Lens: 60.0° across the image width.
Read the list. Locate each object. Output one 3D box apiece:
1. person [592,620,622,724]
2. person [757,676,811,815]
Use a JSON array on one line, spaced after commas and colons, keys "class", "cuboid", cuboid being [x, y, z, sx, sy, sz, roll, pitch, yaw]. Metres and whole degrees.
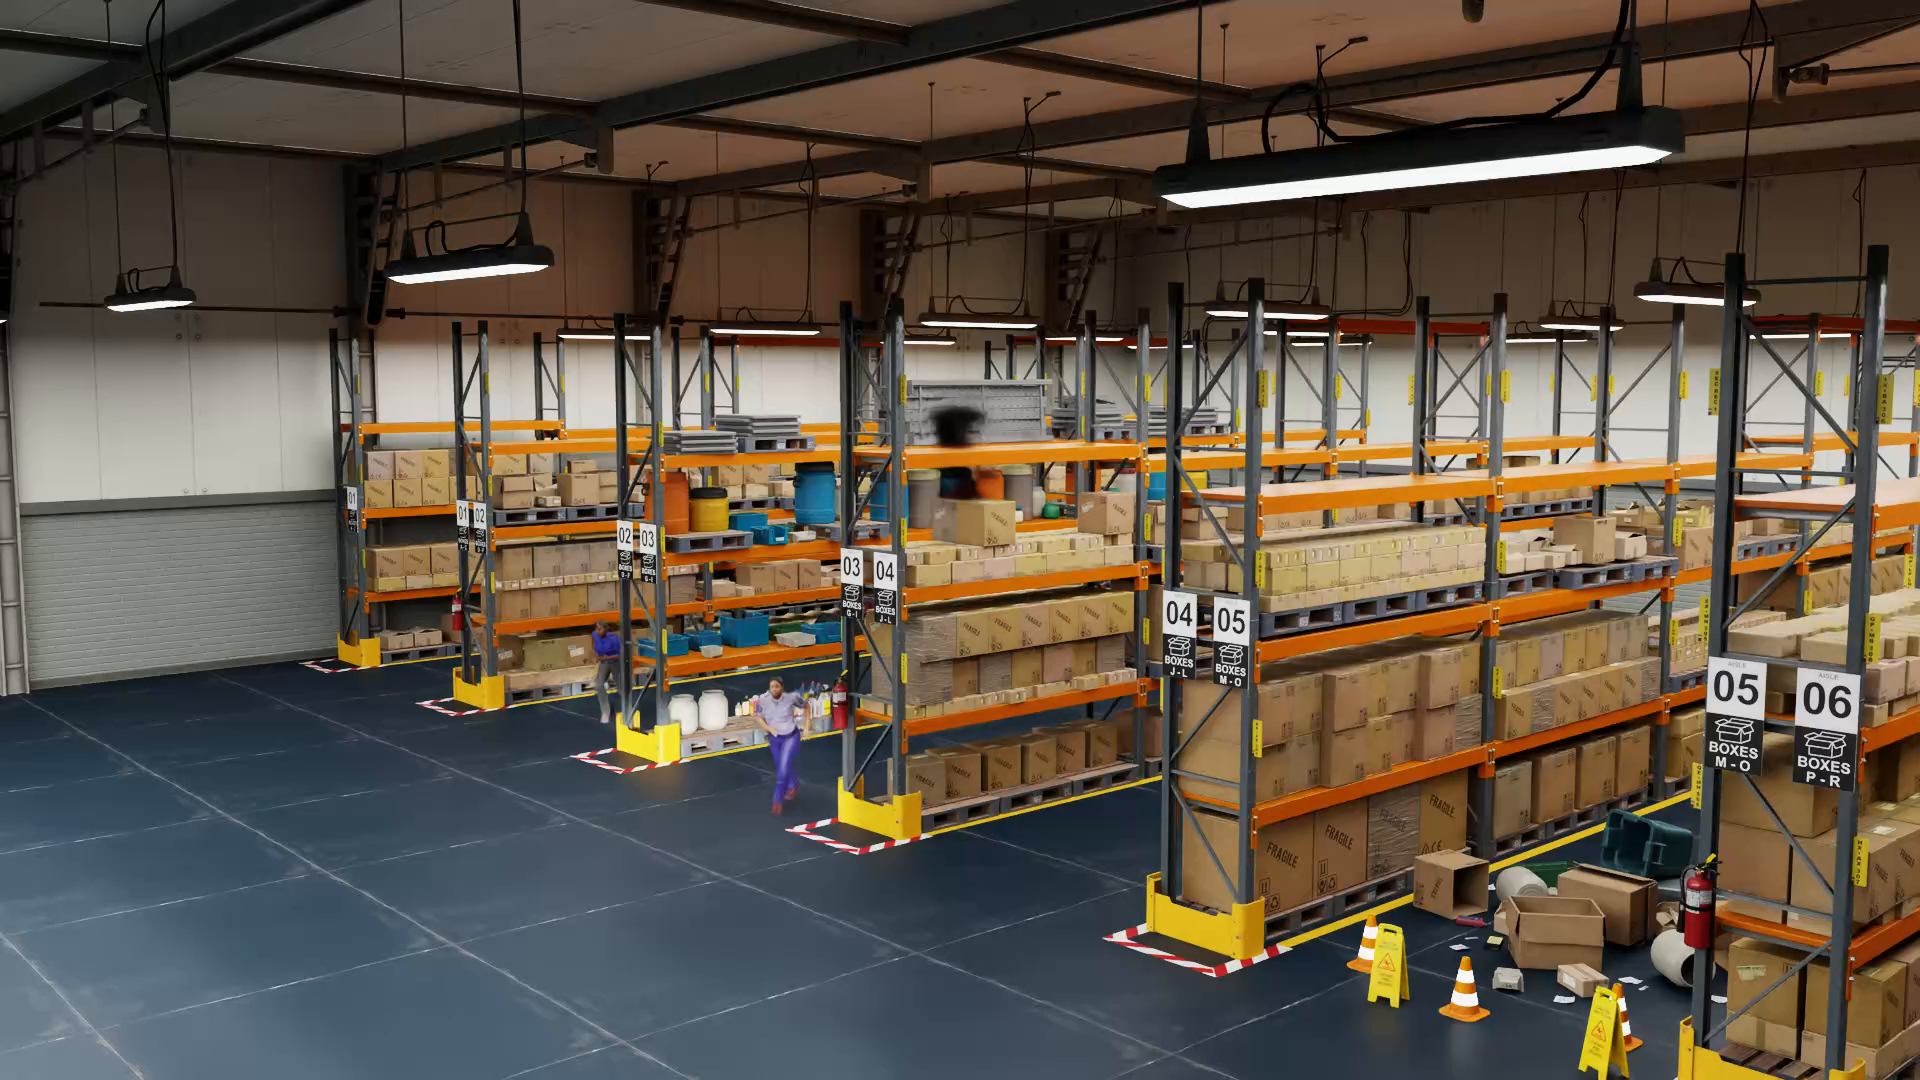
[{"class": "person", "cuboid": [-5.238, 1.951, 25.010, 0.623, 1.609, 0.955, 2, 6, 18]}, {"class": "person", "cuboid": [-2.077, 2.409, 19.920, 0.585, 1.663, 0.765, 2, 6, 21]}]
